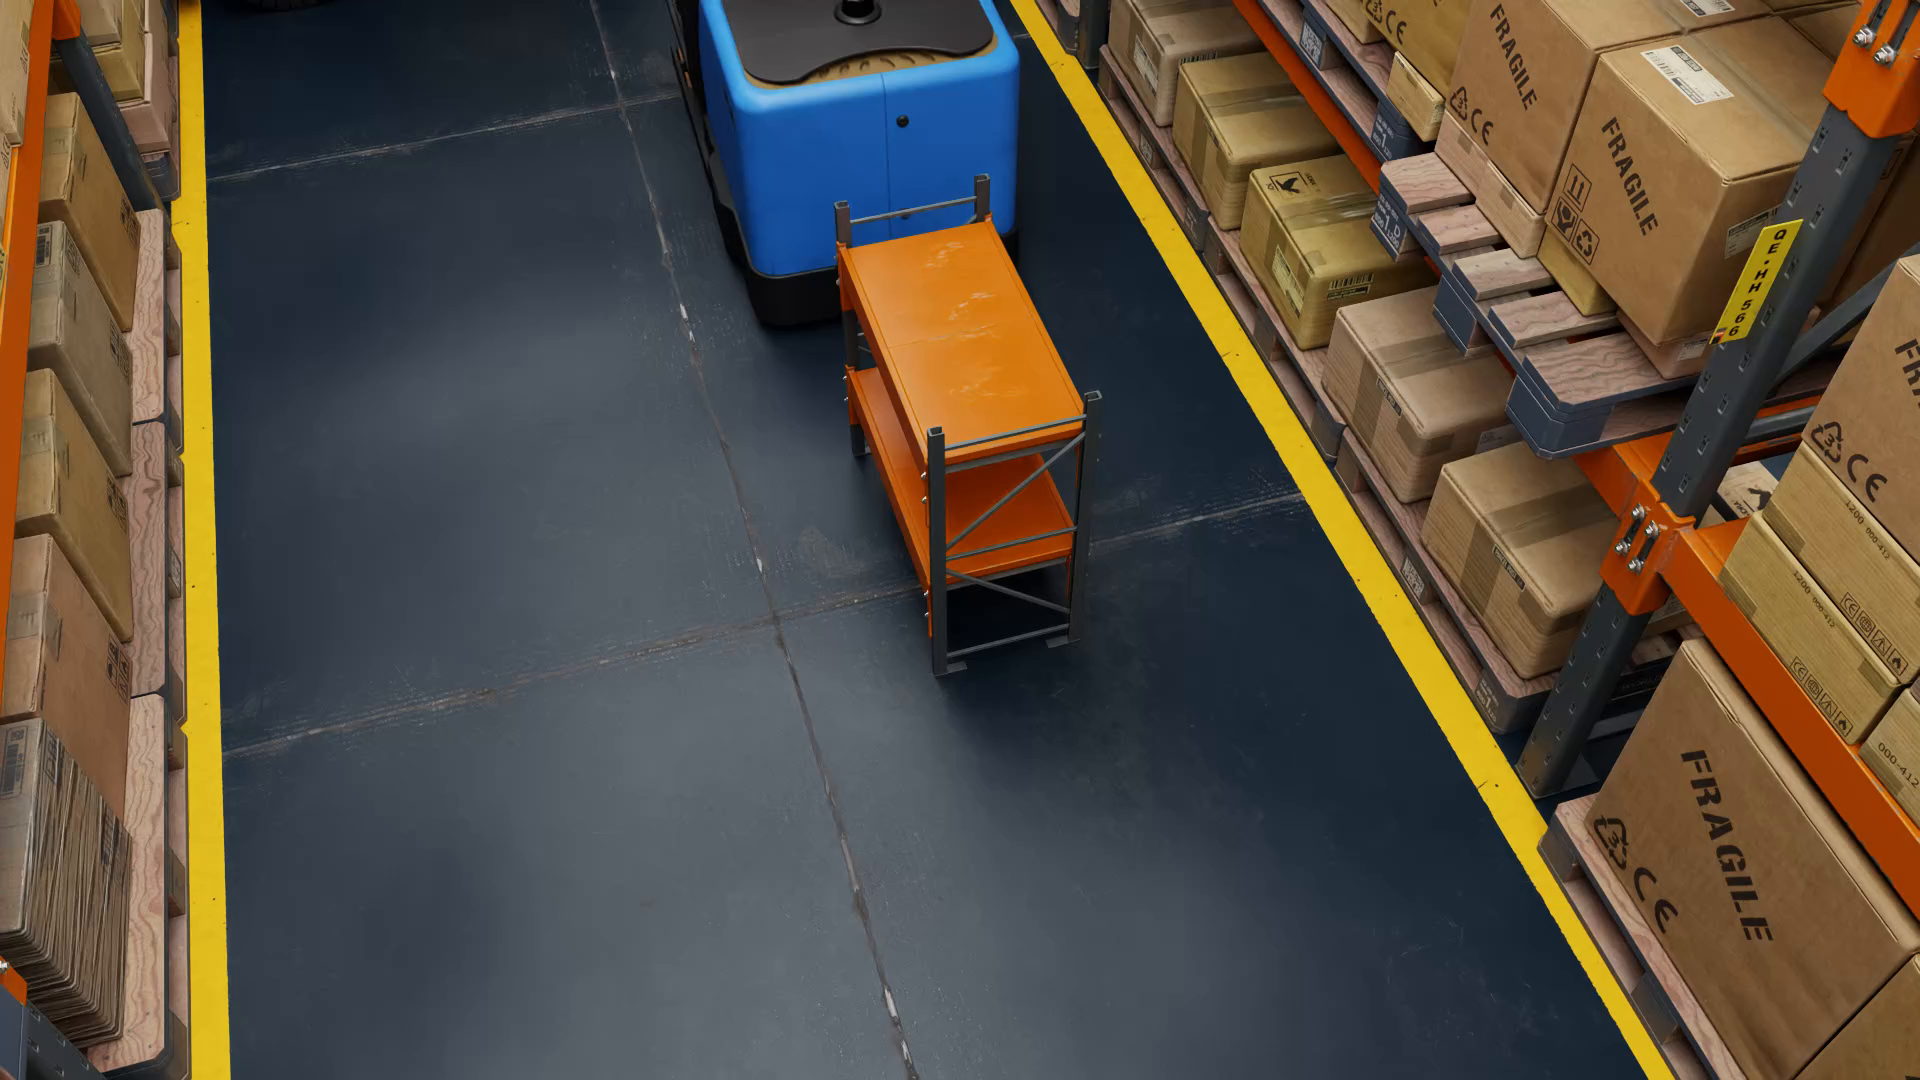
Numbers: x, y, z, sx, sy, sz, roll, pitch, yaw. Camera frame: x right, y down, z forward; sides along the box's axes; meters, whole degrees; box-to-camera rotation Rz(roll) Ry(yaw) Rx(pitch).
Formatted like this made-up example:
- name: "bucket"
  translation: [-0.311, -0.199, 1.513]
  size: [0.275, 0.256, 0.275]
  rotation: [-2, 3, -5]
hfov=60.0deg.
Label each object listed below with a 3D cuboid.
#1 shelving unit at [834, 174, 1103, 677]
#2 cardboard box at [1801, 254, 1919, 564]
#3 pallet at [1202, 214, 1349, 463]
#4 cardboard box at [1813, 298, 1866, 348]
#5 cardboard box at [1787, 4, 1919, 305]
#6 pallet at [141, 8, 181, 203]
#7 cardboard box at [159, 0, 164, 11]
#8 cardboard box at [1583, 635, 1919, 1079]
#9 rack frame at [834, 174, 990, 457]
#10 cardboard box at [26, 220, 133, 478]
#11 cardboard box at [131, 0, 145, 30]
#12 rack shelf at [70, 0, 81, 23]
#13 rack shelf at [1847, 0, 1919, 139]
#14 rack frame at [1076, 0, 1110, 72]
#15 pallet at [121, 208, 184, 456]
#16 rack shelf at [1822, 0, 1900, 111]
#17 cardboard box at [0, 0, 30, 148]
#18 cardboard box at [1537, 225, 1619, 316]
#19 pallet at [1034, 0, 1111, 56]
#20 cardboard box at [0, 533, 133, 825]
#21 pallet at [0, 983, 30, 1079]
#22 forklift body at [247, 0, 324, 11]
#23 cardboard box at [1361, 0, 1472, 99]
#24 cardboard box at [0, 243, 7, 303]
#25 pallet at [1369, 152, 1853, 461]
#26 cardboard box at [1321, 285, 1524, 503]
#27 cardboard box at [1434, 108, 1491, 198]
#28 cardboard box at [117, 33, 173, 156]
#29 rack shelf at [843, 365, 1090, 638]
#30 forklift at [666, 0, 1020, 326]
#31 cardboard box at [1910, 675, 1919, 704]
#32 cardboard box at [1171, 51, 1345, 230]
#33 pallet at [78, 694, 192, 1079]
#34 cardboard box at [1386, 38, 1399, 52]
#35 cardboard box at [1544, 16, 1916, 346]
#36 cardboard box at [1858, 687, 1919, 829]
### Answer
- name: "shelving unit"
  translation: [0.002, -0.358, 5.316]
  size: [0.538, 1.125, 1.048]
  rotation: [-13, 51, -11]
- name: "cardboard box"
  translation: [2.123, -0.266, 3.293]
  size: [0.500, 0.500, 0.500]
  rotation: [-15, 51, -12]
- name: "pallet"
  translation: [1.624, -0.889, 6.361]
  size: [1.003, 0.211, 1.213]
  rotation: [-13, 51, -11]
- name: "cardboard box"
  translation: [2.292, -0.661, 4.235]
  size: [0.380, 0.149, 0.250]
  rotation: [-16, 52, -13]
- name: "cardboard box"
  translation: [2.299, -0.972, 4.073]
  size: [0.500, 0.500, 0.500]
  rotation: [-15, 51, -12]
- name: "pallet"
  translation: [-3.908, -1.815, 7.142]
  size: [1.003, 0.211, 1.213]
  rotation: [-13, 51, -11]
- name: "cardboard box"
  translation: [-3.871, -2.540, 7.453]
  size: [0.500, 0.250, 0.500]
  rotation: [-13, 51, -10]
- name: "cardboard box"
  translation: [2.336, 0.746, 4.275]
  size: [0.875, 0.875, 0.875]
  rotation: [-14, 51, -11]
- name: "rack frame"
  translation: [-0.148, -0.729, 5.629]
  size: [0.500, 1.125, 0.032]
  rotation: [-13, 51, -11]
- name: "cardboard box"
  translation: [-3.325, -0.546, 5.527]
  size: [0.875, 0.625, 0.625]
  rotation: [-14, 51, -11]
- name: "cardboard box"
  translation: [-3.712, -2.324, 6.944]
  size: [0.500, 0.250, 0.500]
  rotation: [-14, 51, -11]
- name: "rack shelf"
  translation: [-4.304, -3.352, 7.085]
  size: [1.077, 0.370, 4.000]
  rotation: [-13, 51, -11]
- name: "rack shelf"
  translation: [2.802, 0.399, 1.961]
  size: [1.077, 0.370, 4.000]
  rotation: [-13, 51, -11]
- name: "rack frame"
  translation: [1.028, -3.249, 6.527]
  size: [1.000, 3.000, 0.127]
  rotation: [-13, 51, -11]
- name: "pallet"
  translation: [-3.457, -0.695, 6.198]
  size: [1.003, 0.211, 1.213]
  rotation: [-13, 51, -11]
- name: "rack shelf"
  translation: [1.619, -2.523, 4.423]
  size: [1.077, 0.370, 4.000]
  rotation: [-13, 51, -11]
- name: "cardboard box"
  translation: [-3.160, -1.400, 5.067]
  size: [0.500, 0.250, 0.500]
  rotation: [-14, 51, -11]
- name: "cardboard box"
  translation: [1.741, -0.747, 4.308]
  size: [0.380, 0.149, 0.250]
  rotation: [-13, 51, -10]
- name: "pallet"
  translation: [0.796, -2.832, 8.000]
  size: [1.003, 0.211, 1.213]
  rotation: [-13, 51, -11]
- name: "cardboard box"
  translation: [-2.902, 0.494, 4.650]
  size: [0.875, 0.625, 0.625]
  rotation: [-12, 51, -10]
- name: "pallet"
  translation: [-2.262, 1.339, 2.785]
  size: [1.213, 0.211, 1.003]
  rotation: [-13, 51, -11]
- name: "forklift body"
  translation: [-2.592, -3.799, 7.546]
  size: [2.313, 2.155, 1.214]
  rotation: [-13, 51, -11]
- name: "cardboard box"
  translation: [1.497, -1.603, 4.605]
  size: [0.500, 0.500, 0.500]
  rotation: [-16, 52, -13]
- name: "cardboard box"
  translation: [-2.882, -0.655, 4.439]
  size: [0.500, 0.250, 0.500]
  rotation: [-12, 51, -10]
- name: "pallet"
  translation: [1.898, -0.762, 4.556]
  size: [1.213, 0.211, 1.003]
  rotation: [-13, 51, -11]
- name: "cardboard box"
  translation: [1.827, -0.567, 5.711]
  size: [0.950, 0.372, 0.625]
  rotation: [-14, 51, -12]
- name: "cardboard box"
  translation: [1.557, -1.107, 4.611]
  size: [0.380, 0.149, 0.250]
  rotation: [-16, 52, -13]
- name: "cardboard box"
  translation: [-3.539, -1.801, 6.830]
  size: [0.500, 0.250, 0.500]
  rotation: [-13, 51, -11]
- name: "rack shelf"
  translation: [0.002, -0.200, 5.503]
  size: [0.538, 0.278, 1.000]
  rotation: [-13, 51, -11]
- name: "forklift"
  translation: [-0.661, -2.918, 6.293]
  size: [1.130, 2.935, 3.031]
  rotation: [-12, 51, -10]
- name: "cardboard box"
  translation: [2.277, 0.364, 3.253]
  size: [0.500, 0.250, 0.500]
  rotation: [-12, 51, -10]
- name: "cardboard box"
  translation: [1.401, -1.630, 6.606]
  size: [0.950, 0.372, 0.625]
  rotation: [-10, 51, -9]
- name: "pallet"
  translation: [-2.736, 1.087, 4.696]
  size: [1.003, 0.211, 1.213]
  rotation: [-13, 51, -11]
- name: "cardboard box"
  translation: [1.508, -1.517, 4.956]
  size: [0.380, 0.149, 0.250]
  rotation: [-13, 51, -11]
- name: "cardboard box"
  translation: [1.811, -0.860, 3.978]
  size: [0.500, 0.500, 0.500]
  rotation: [-15, 51, -12]
- name: "cardboard box"
  translation: [2.284, 0.507, 3.459]
  size: [0.500, 0.250, 0.500]
  rotation: [-15, 51, -12]
